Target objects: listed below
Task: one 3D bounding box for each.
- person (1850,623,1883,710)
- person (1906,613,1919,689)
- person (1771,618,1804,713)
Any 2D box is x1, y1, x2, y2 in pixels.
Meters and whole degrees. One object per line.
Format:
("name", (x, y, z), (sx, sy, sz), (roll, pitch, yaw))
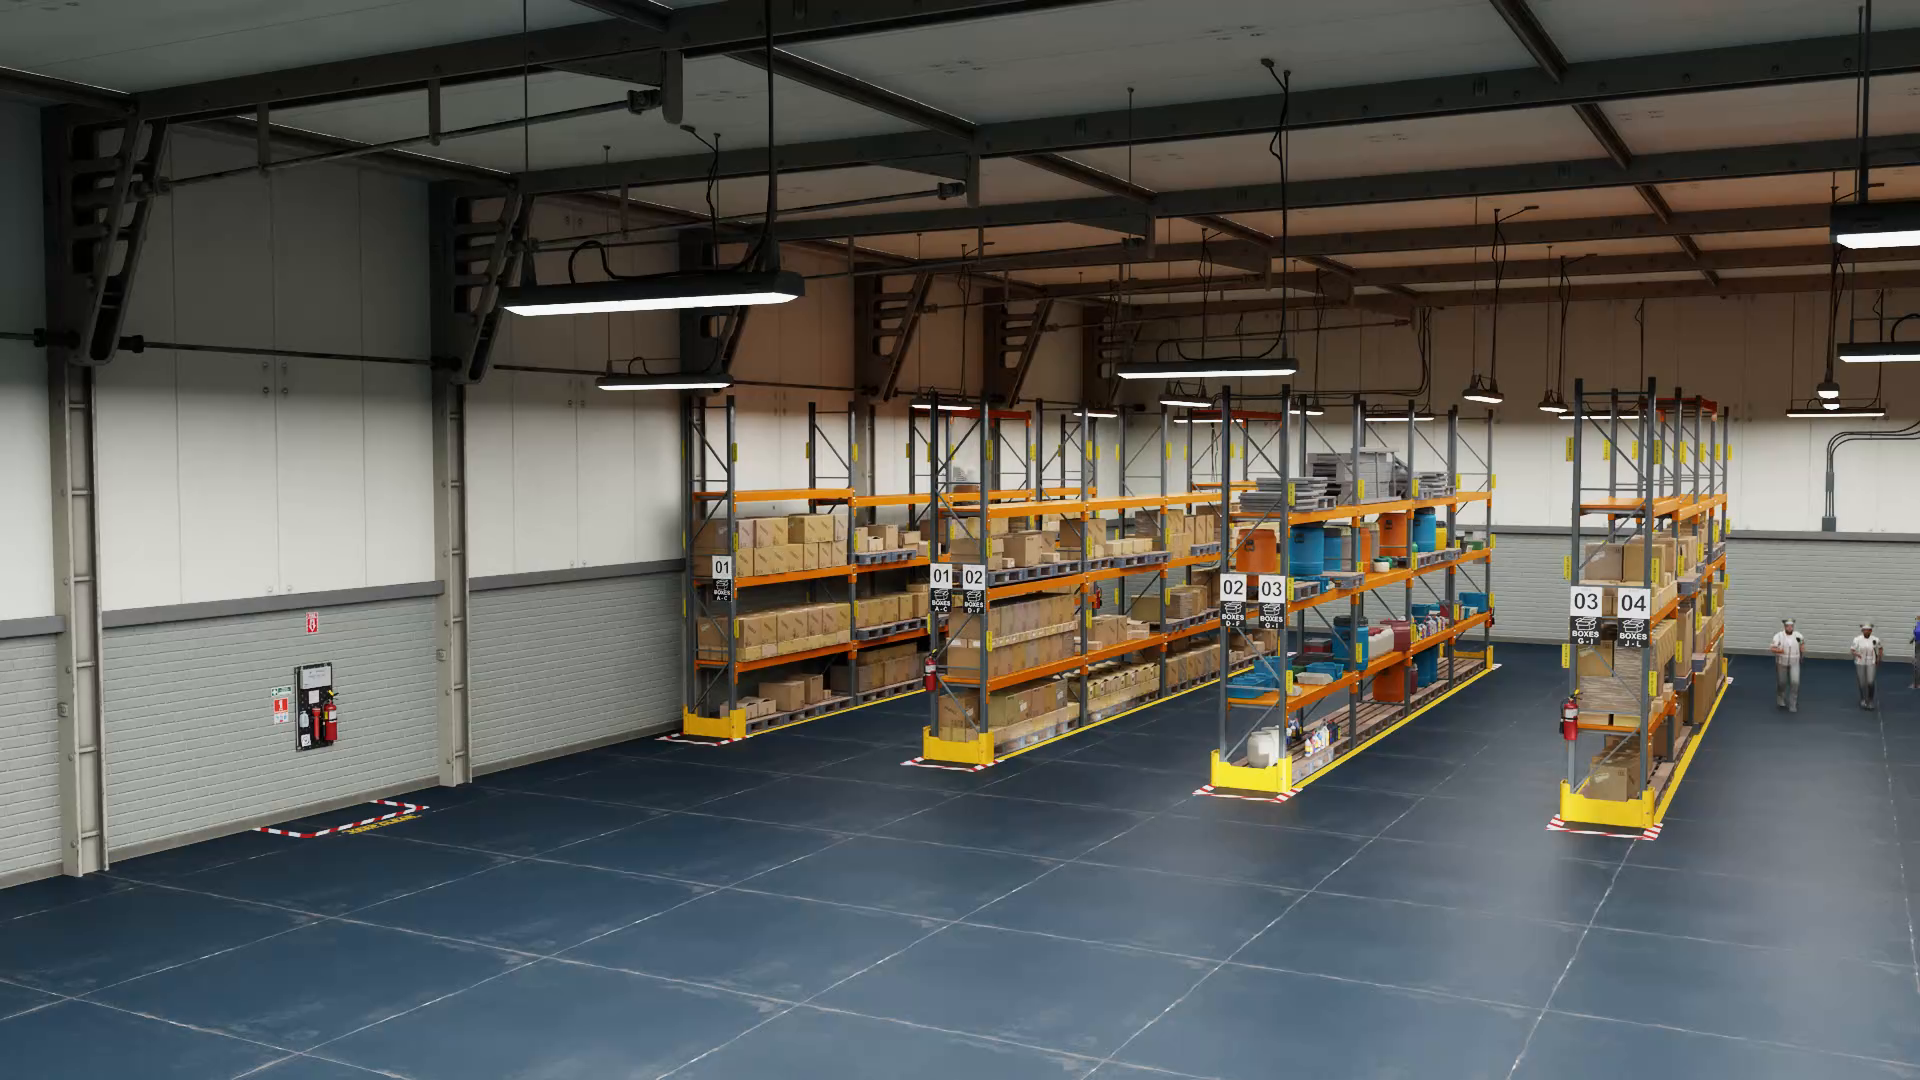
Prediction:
("person", (17.706, 2.465, 32.503), (0.566, 1.706, 0.687), (2, 3, 30))
("person", (20.500, 2.349, 35.315), (0.834, 1.671, 0.625), (0, 3, -1))
("person", (16.112, 2.421, 32.384), (0.611, 1.818, 0.893), (1, 3, 21))
